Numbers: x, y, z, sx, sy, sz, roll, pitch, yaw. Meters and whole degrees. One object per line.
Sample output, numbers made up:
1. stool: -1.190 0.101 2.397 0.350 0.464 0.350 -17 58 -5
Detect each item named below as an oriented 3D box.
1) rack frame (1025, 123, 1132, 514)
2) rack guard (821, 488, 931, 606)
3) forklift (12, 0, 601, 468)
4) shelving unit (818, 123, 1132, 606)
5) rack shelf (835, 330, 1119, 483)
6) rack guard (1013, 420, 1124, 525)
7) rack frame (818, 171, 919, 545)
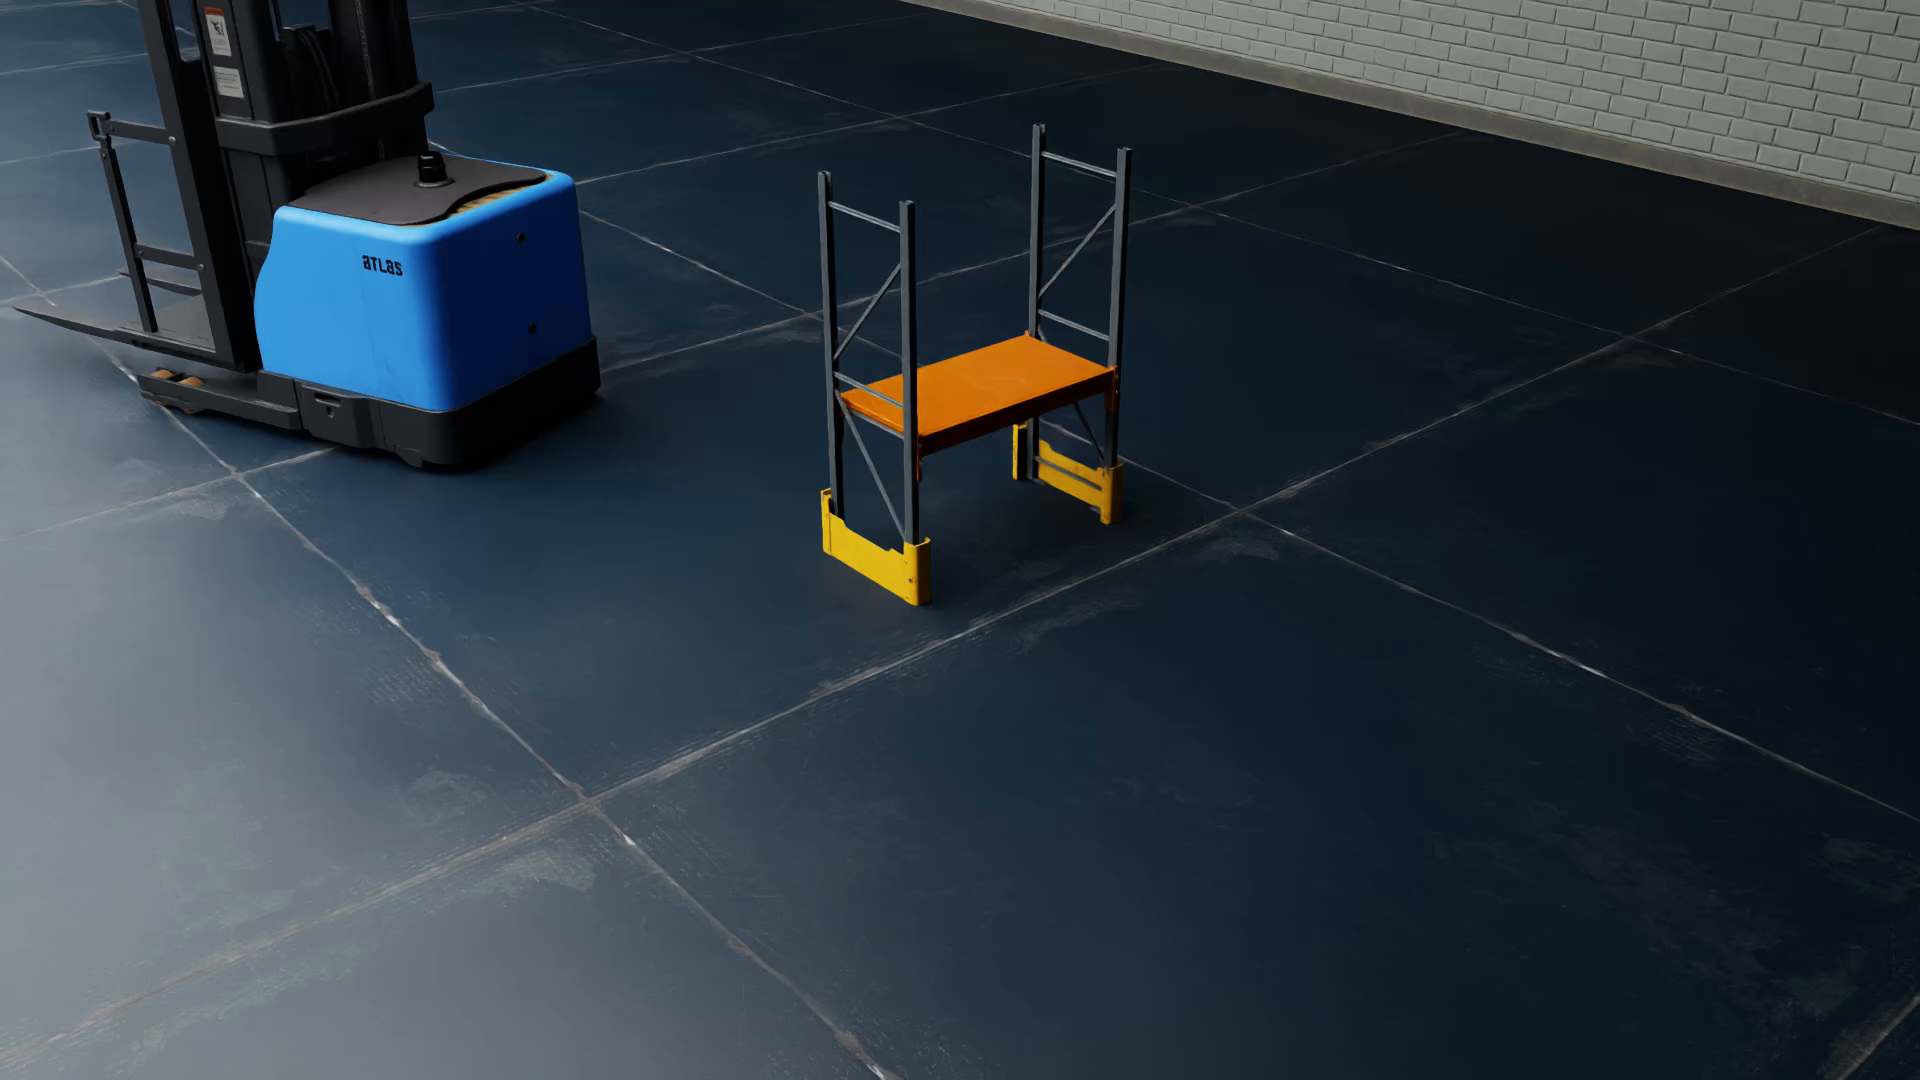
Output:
1. rack frame: 0.452 -0.843 6.556 0.032 1.500 0.500 -22 35 -35
2. rack guard: -0.321 0.019 6.269 0.087 0.250 0.587 -22 35 -35
3. forklift: -3.227 -2.077 7.346 3.031 2.935 1.130 14 31 24
4. shelving unit: 0.058 -0.685 6.260 1.083 1.500 0.587 -22 35 -35
5. rack shelf: 0.065 -0.529 6.350 1.000 0.185 0.538 -22 35 -35
6. rack guard: 0.437 -0.286 6.840 0.087 0.250 0.587 -22 35 -35
7. rack frame: -0.322 -0.532 5.974 0.032 1.500 0.500 -22 35 -35
